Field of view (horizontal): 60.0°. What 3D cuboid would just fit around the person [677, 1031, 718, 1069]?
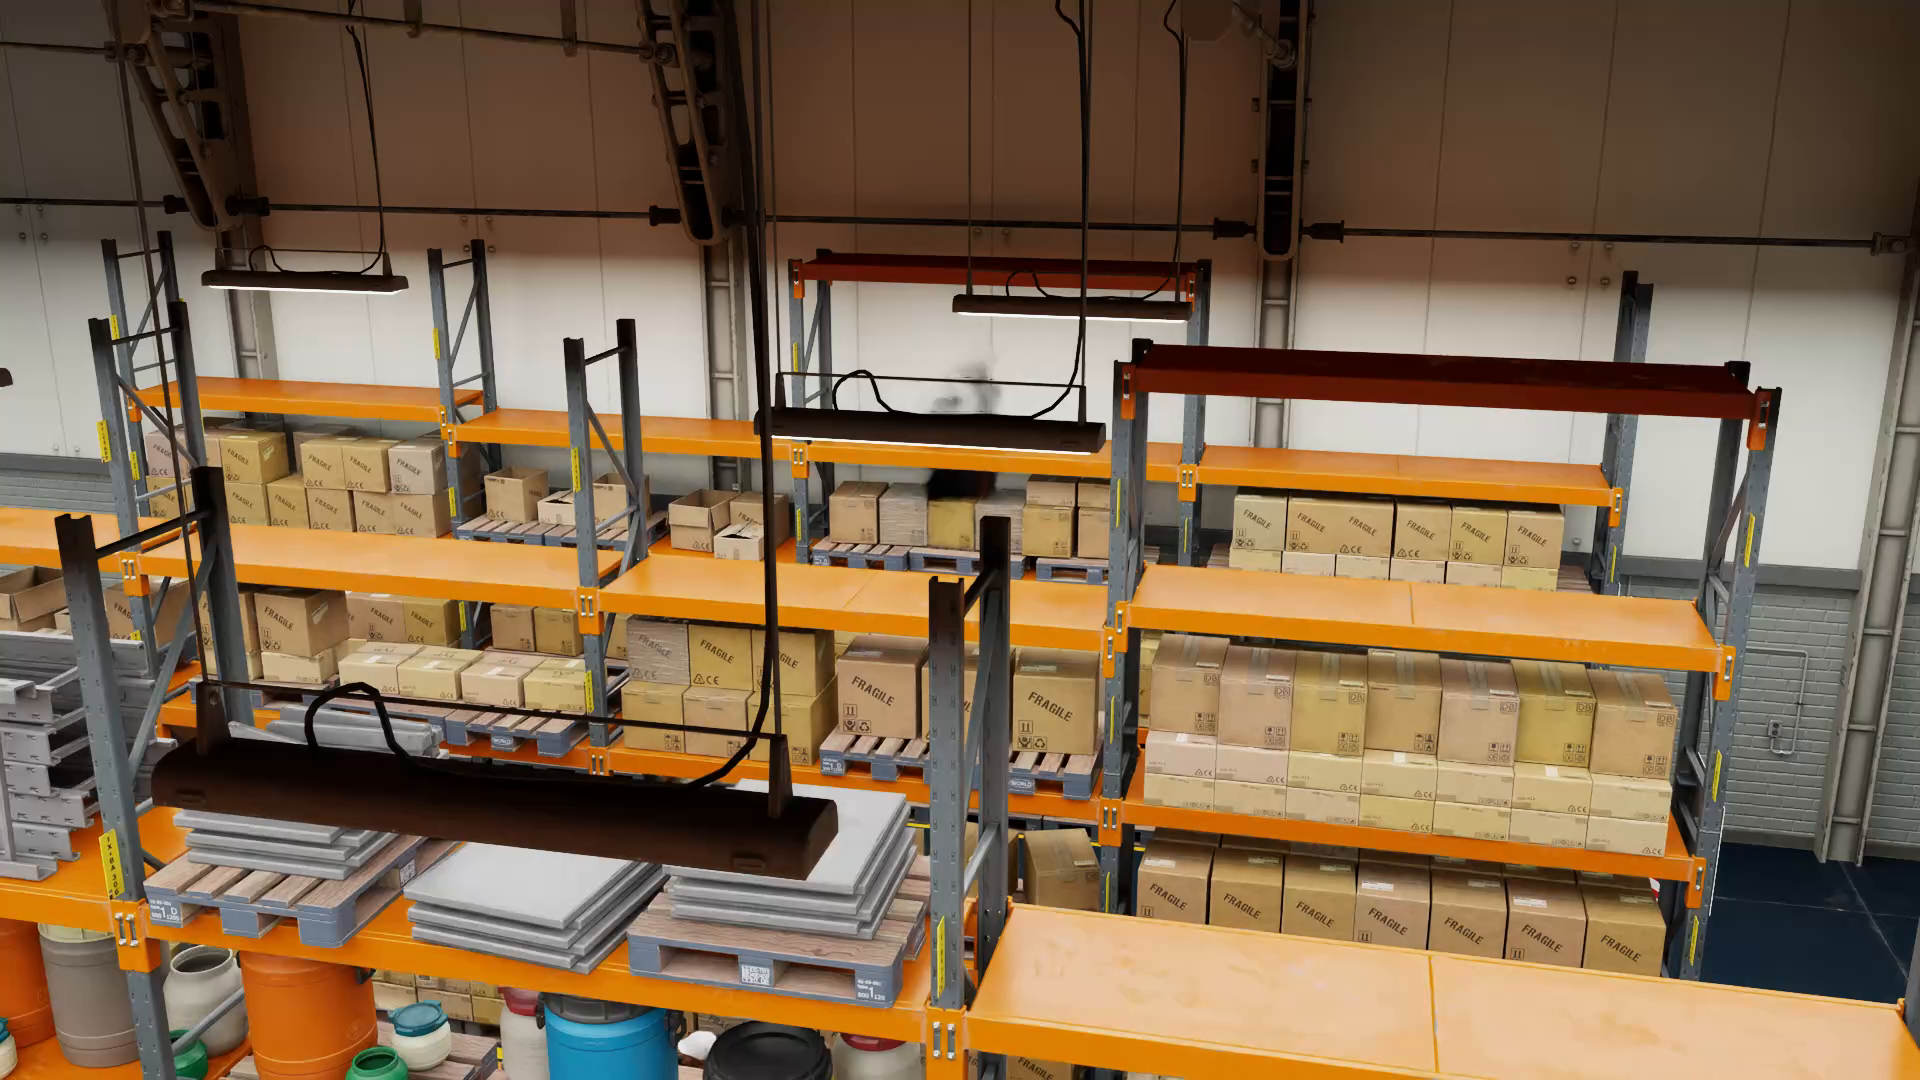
[{"bbox_3d":[-1.728,4.097,11.162,0.802,1.809,0.684,0,16,0],"label":"person"}]

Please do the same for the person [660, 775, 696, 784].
[{"bbox_3d":[-2.746,2.381,16.126,0.675,1.781,0.672,2,16,6],"label":"person"}]
